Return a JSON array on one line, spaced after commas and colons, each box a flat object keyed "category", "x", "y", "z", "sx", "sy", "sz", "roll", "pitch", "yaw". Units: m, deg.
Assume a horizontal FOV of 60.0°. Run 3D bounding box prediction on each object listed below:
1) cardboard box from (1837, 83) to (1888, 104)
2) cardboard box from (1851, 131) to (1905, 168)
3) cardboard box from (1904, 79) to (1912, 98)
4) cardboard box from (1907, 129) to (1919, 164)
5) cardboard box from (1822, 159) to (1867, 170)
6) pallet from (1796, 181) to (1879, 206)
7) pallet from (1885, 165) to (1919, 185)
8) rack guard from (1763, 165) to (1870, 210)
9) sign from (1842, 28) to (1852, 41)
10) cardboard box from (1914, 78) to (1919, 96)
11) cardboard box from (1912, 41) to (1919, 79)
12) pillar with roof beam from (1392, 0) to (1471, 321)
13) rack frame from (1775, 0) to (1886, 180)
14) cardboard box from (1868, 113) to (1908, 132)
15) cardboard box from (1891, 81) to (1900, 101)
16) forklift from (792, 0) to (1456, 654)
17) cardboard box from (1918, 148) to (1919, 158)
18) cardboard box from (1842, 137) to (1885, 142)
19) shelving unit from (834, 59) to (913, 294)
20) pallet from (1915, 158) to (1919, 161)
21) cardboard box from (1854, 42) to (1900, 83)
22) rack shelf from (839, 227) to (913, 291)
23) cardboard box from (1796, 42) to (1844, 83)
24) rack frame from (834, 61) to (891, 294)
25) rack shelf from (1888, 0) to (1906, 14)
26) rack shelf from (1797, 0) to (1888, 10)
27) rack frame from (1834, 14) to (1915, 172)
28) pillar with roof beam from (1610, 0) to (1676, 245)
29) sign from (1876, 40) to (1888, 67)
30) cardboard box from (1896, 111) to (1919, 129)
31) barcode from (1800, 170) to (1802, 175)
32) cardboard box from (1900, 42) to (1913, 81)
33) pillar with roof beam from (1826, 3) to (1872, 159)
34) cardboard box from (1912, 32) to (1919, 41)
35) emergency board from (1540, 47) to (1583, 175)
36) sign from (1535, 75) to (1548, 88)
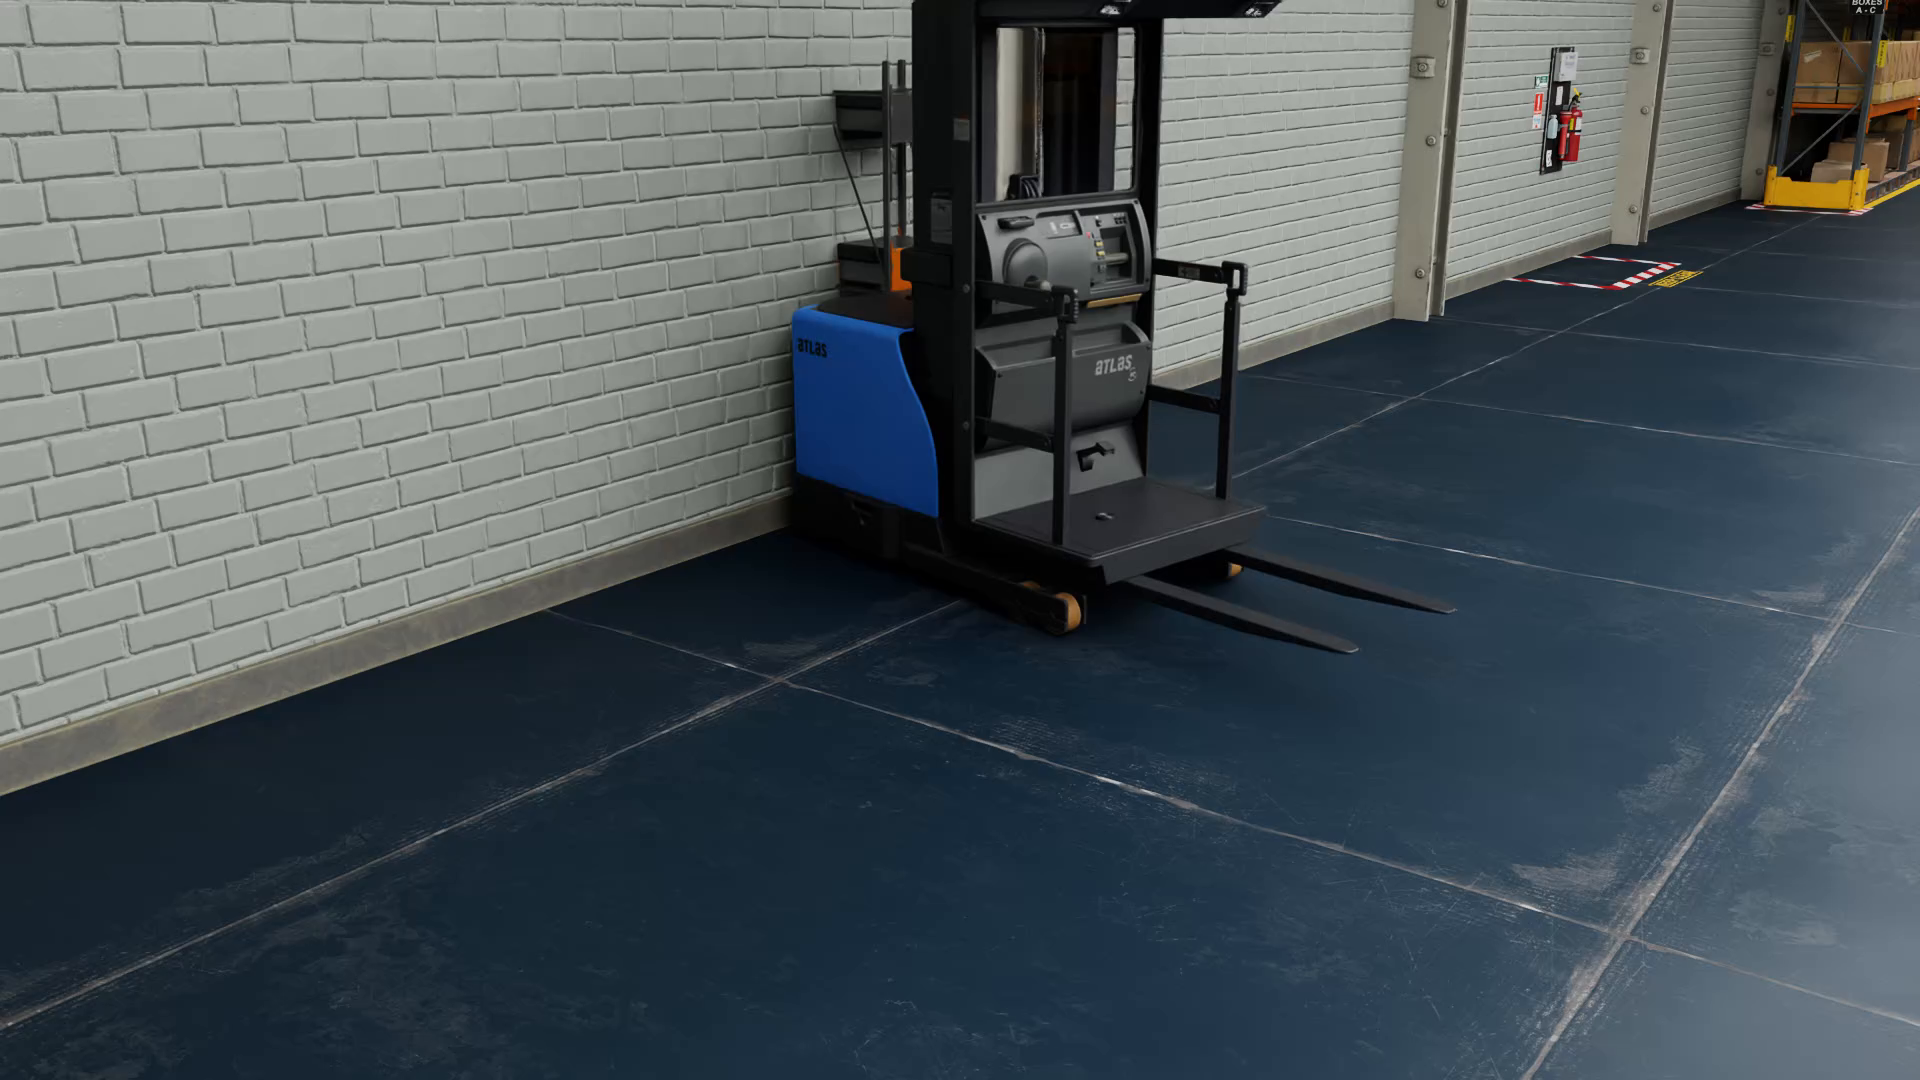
[{"category": "cardboard box", "x": 11.727, "y": -5.808, "z": 21.608, "sx": 0.500, "sy": 0.250, "sz": 0.500, "roll": 12, "pitch": 21, "yaw": 33}, {"category": "cardboard box", "x": 13.990, "y": -5.957, "z": 25.342, "sx": 0.700, "sy": 0.500, "sz": 0.500, "roll": 13, "pitch": 22, "yaw": 37}, {"category": "cardboard box", "x": 12.935, "y": -6.294, "z": 23.174, "sx": 0.500, "sy": 0.250, "sz": 0.500, "roll": 12, "pitch": 21, "yaw": 34}, {"category": "cardboard box", "x": 14.594, "y": -6.204, "z": 26.135, "sx": 0.700, "sy": 0.500, "sz": 0.500, "roll": 13, "pitch": 21, "yaw": 35}, {"category": "cardboard box", "x": 12.006, "y": -5.021, "z": 22.645, "sx": 0.500, "sy": 0.311, "sz": 0.500, "roll": 15, "pitch": 22, "yaw": 39}, {"category": "pallet", "x": 11.739, "y": -4.684, "z": 22.470, "sx": 1.003, "sy": 0.211, "sz": 1.213, "roll": 12, "pitch": 21, "yaw": 35}, {"category": "pallet", "x": 14.027, "y": -5.617, "z": 25.474, "sx": 1.003, "sy": 0.211, "sz": 1.213, "roll": 12, "pitch": 21, "yaw": 35}, {"category": "rack guard", "x": 11.227, "y": -4.634, "z": 21.824, "sx": 1.175, "sy": 0.500, "sz": 0.348, "roll": 12, "pitch": 21, "yaw": 35}, {"category": "sign", "x": 13.117, "y": -7.413, "z": 24.604, "sx": 0.100, "sy": 0.325, "sz": 0.005, "roll": 12, "pitch": 21, "yaw": 35}, {"category": "cardboard box", "x": 13.526, "y": -6.534, "z": 23.946, "sx": 0.500, "sy": 0.250, "sz": 0.500, "roll": 12, "pitch": 21, "yaw": 35}, {"category": "cardboard box", "x": 13.239, "y": -6.772, "z": 23.446, "sx": 0.500, "sy": 0.500, "sz": 0.500, "roll": 12, "pitch": 21, "yaw": 34}, {"category": "pillar with roof beam", "x": 7.211, "y": -5.376, "z": 9.881, "sx": 9.100, "sy": 9.000, "sz": 0.400, "roll": 12, "pitch": 21, "yaw": 35}, {"category": "rack frame", "x": 11.181, "y": -5.810, "z": 21.395, "sx": 1.000, "sy": 3.000, "sz": 0.127, "roll": 12, "pitch": 21, "yaw": 35}, {"category": "cardboard box", "x": 14.250, "y": -6.421, "z": 25.571, "sx": 0.500, "sy": 0.250, "sz": 0.500, "roll": 12, "pitch": 21, "yaw": 34}, {"category": "cardboard box", "x": 12.333, "y": -6.054, "z": 22.401, "sx": 0.500, "sy": 0.250, "sz": 0.500, "roll": 12, "pitch": 21, "yaw": 34}, {"category": "forklift", "x": 0.581, "y": -1.197, "z": 6.656, "sx": 1.130, "sy": 2.935, "sz": 3.031, "roll": -15, "pitch": 23, "yaw": -40}, {"category": "cardboard box", "x": 15.161, "y": -6.449, "z": 26.925, "sx": 0.700, "sy": 0.500, "sz": 0.500, "roll": 12, "pitch": 21, "yaw": 35}, {"category": "cardboard box", "x": 12.978, "y": -5.525, "z": 23.949, "sx": 0.500, "sy": 0.500, "sz": 0.500, "roll": 11, "pitch": 20, "yaw": 31}, {"category": "shelving unit", "x": -0.311, "y": -1.234, "z": 8.060, "sx": 0.431, "sy": 2.100, "sz": 0.503, "roll": 15, "pitch": 22, "yaw": 40}, {"category": "pallet", "x": 15.481, "y": -6.198, "z": 27.346, "sx": 1.003, "sy": 0.211, "sz": 1.213, "roll": 12, "pitch": 21, "yaw": 35}, {"category": "cardboard box", "x": 12.010, "y": -6.282, "z": 21.871, "sx": 0.500, "sy": 0.500, "sz": 0.500, "roll": 12, "pitch": 21, "yaw": 35}, {"category": "rack shelf", "x": -0.311, "y": -1.221, "z": 8.064, "sx": 0.431, "sy": 0.518, "sz": 0.480, "roll": 15, "pitch": 22, "yaw": 40}, {"category": "cardboard box", "x": 11.292, "y": -6.256, "z": 21.785, "sx": 0.500, "sy": 0.500, "sz": 0.500, "roll": 12, "pitch": 21, "yaw": 34}, {"category": "rack frame", "x": -0.474, "y": -1.182, "z": 7.885, "sx": 0.400, "sy": 2.100, "sz": 0.015, "roll": 15, "pitch": 22, "yaw": 40}, {"category": "rack shelf", "x": 14.756, "y": -8.328, "z": 25.659, "sx": 1.077, "sy": 0.370, "sz": 4.000, "roll": 12, "pitch": 21, "yaw": 35}, {"category": "rack shelf", "x": 12.373, "y": -7.375, "z": 22.591, "sx": 1.077, "sy": 0.370, "sz": 4.000, "roll": 12, "pitch": 21, "yaw": 35}, {"category": "rack frame", "x": 13.565, "y": -6.763, "z": 24.463, "sx": 1.000, "sy": 3.000, "sz": 0.127, "roll": 12, "pitch": 21, "yaw": 35}, {"category": "pillar with roof beam", "x": 10.786, "y": -6.805, "z": 14.483, "sx": 9.100, "sy": 9.000, "sz": 0.400, "roll": 12, "pitch": 21, "yaw": 35}, {"category": "sign", "x": 11.617, "y": -6.127, "z": 20.958, "sx": 0.100, "sy": 0.325, "sz": 0.005, "roll": 12, "pitch": 21, "yaw": 35}, {"category": "cardboard box", "x": 14.869, "y": -6.661, "z": 26.344, "sx": 0.500, "sy": 0.250, "sz": 0.500, "roll": 12, "pitch": 21, "yaw": 34}, {"category": "barcode", "x": 11.355, "y": -4.964, "z": 22.448, "sx": 0.001, "sy": 0.075, "sz": 0.075, "roll": 12, "pitch": 21, "yaw": 35}, {"category": "cardboard box", "x": 12.621, "y": -6.529, "z": 22.667, "sx": 0.500, "sy": 0.500, "sz": 0.500, "roll": 13, "pitch": 22, "yaw": 36}, {"category": "pillar with roof beam", "x": 17.936, "y": -9.663, "z": 23.686, "sx": 9.100, "sy": 9.000, "sz": 0.400, "roll": 12, "pitch": 21, "yaw": 35}, {"category": "cardboard box", "x": 15.587, "y": -8.116, "z": 26.817, "sx": 0.380, "sy": 0.149, "sz": 0.250, "roll": 9, "pitch": 19, "yaw": 26}, {"category": "emergency board", "x": 5.826, "y": -4.119, "z": 15.948, "sx": 0.194, "sy": 1.169, "sz": 0.643, "roll": 12, "pitch": 21, "yaw": 35}, {"category": "sign", "x": 5.423, "y": -4.275, "z": 15.498, "sx": 0.001, "sy": 0.109, "sz": 0.331, "roll": 12, "pitch": 21, "yaw": 35}]
